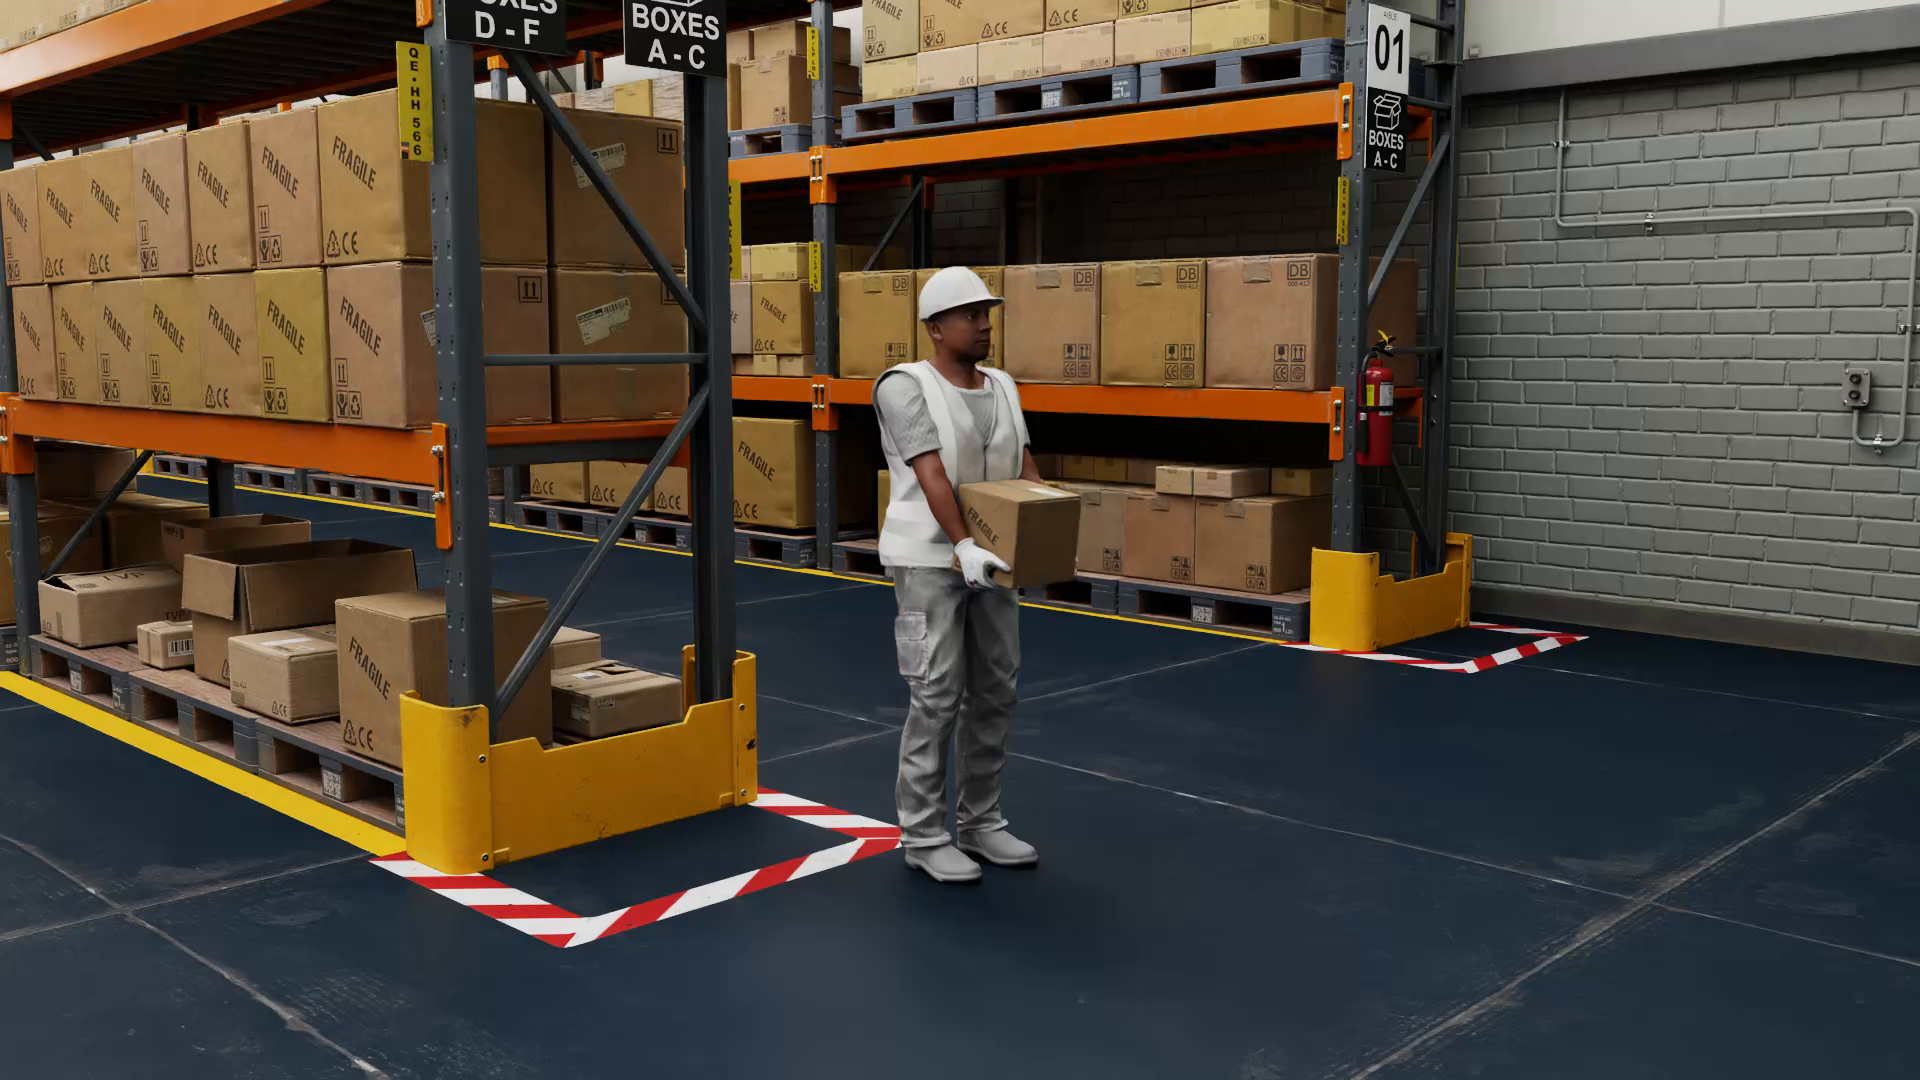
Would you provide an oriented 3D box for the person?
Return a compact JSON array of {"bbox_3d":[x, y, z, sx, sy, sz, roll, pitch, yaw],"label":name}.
[{"bbox_3d":[0.055,0.094,4.898,0.490,1.782,0.576,-6,9,-41],"label":"person"}]
